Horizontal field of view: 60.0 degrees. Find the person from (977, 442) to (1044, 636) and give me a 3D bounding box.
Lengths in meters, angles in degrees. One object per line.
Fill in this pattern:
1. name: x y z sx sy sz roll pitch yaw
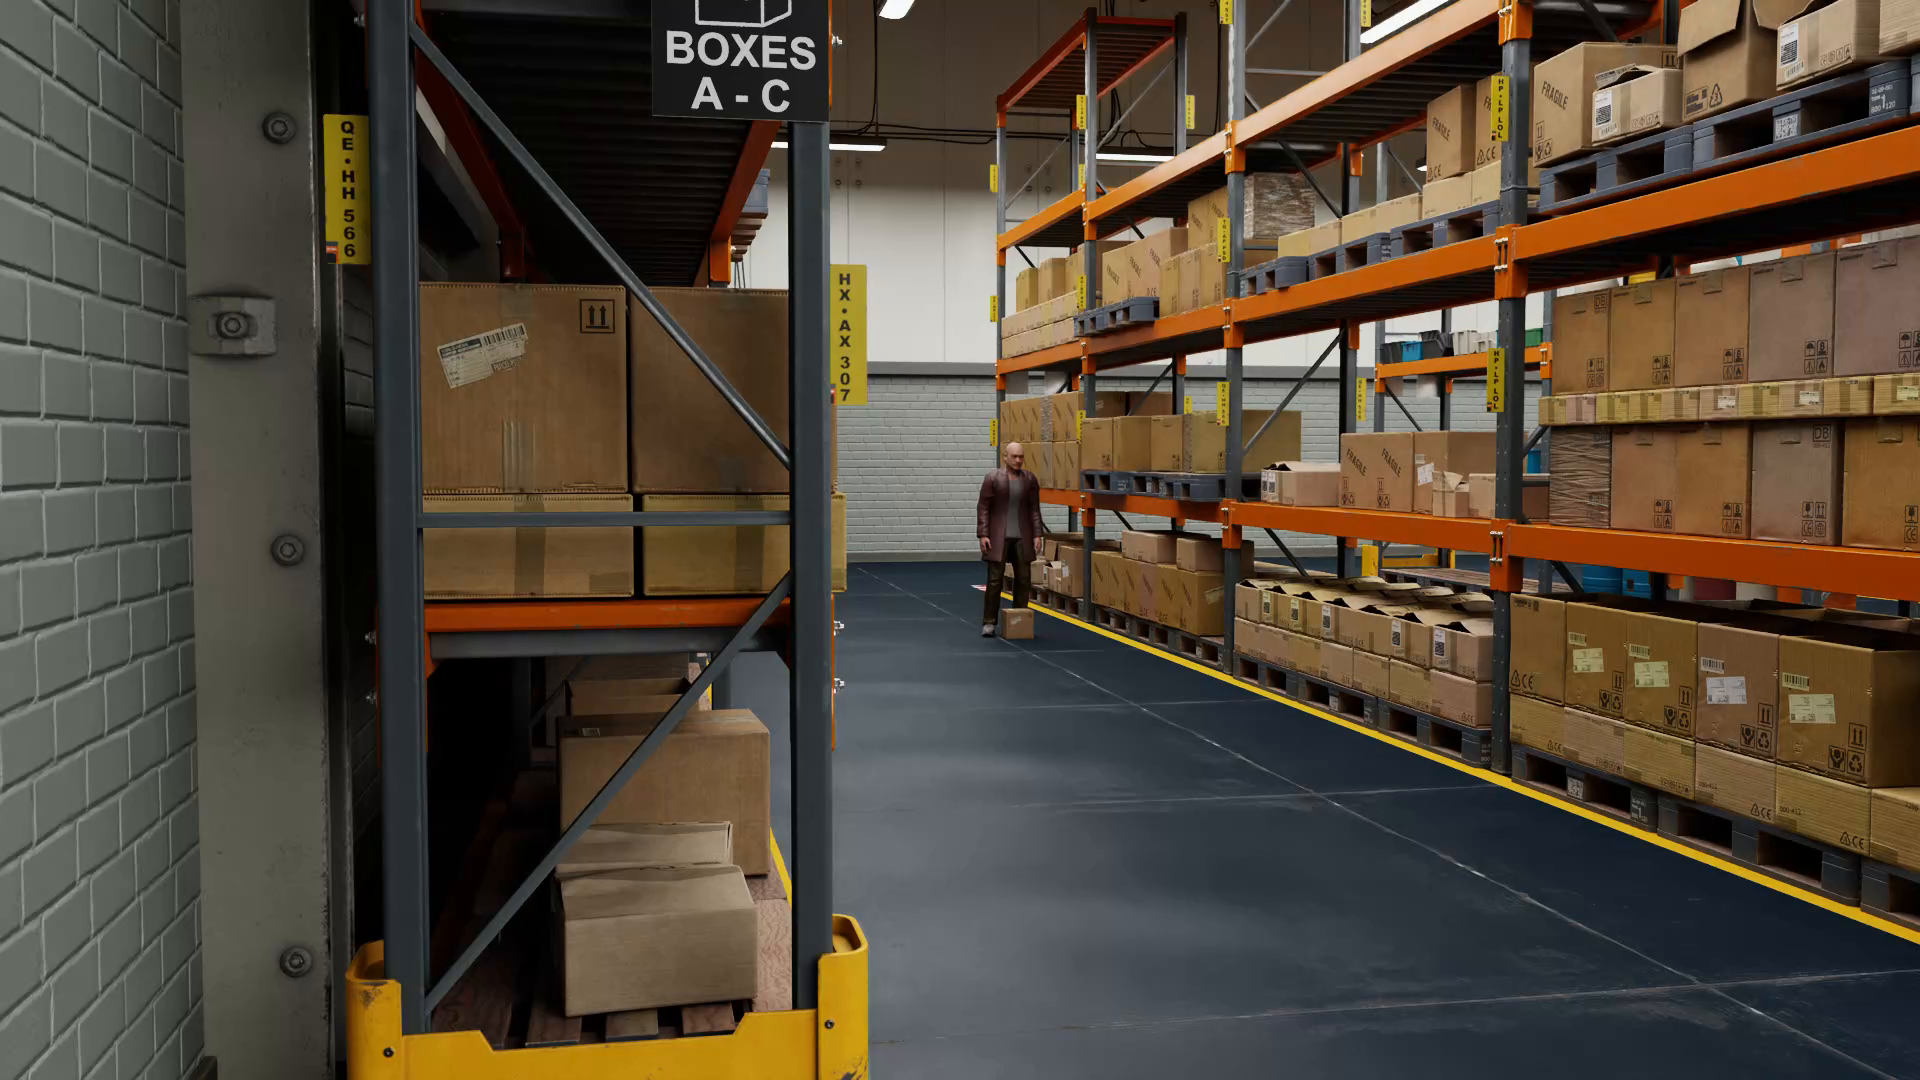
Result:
1. person: 0.469 -0.012 15.343 0.652 1.773 0.430 -1 3 -15
